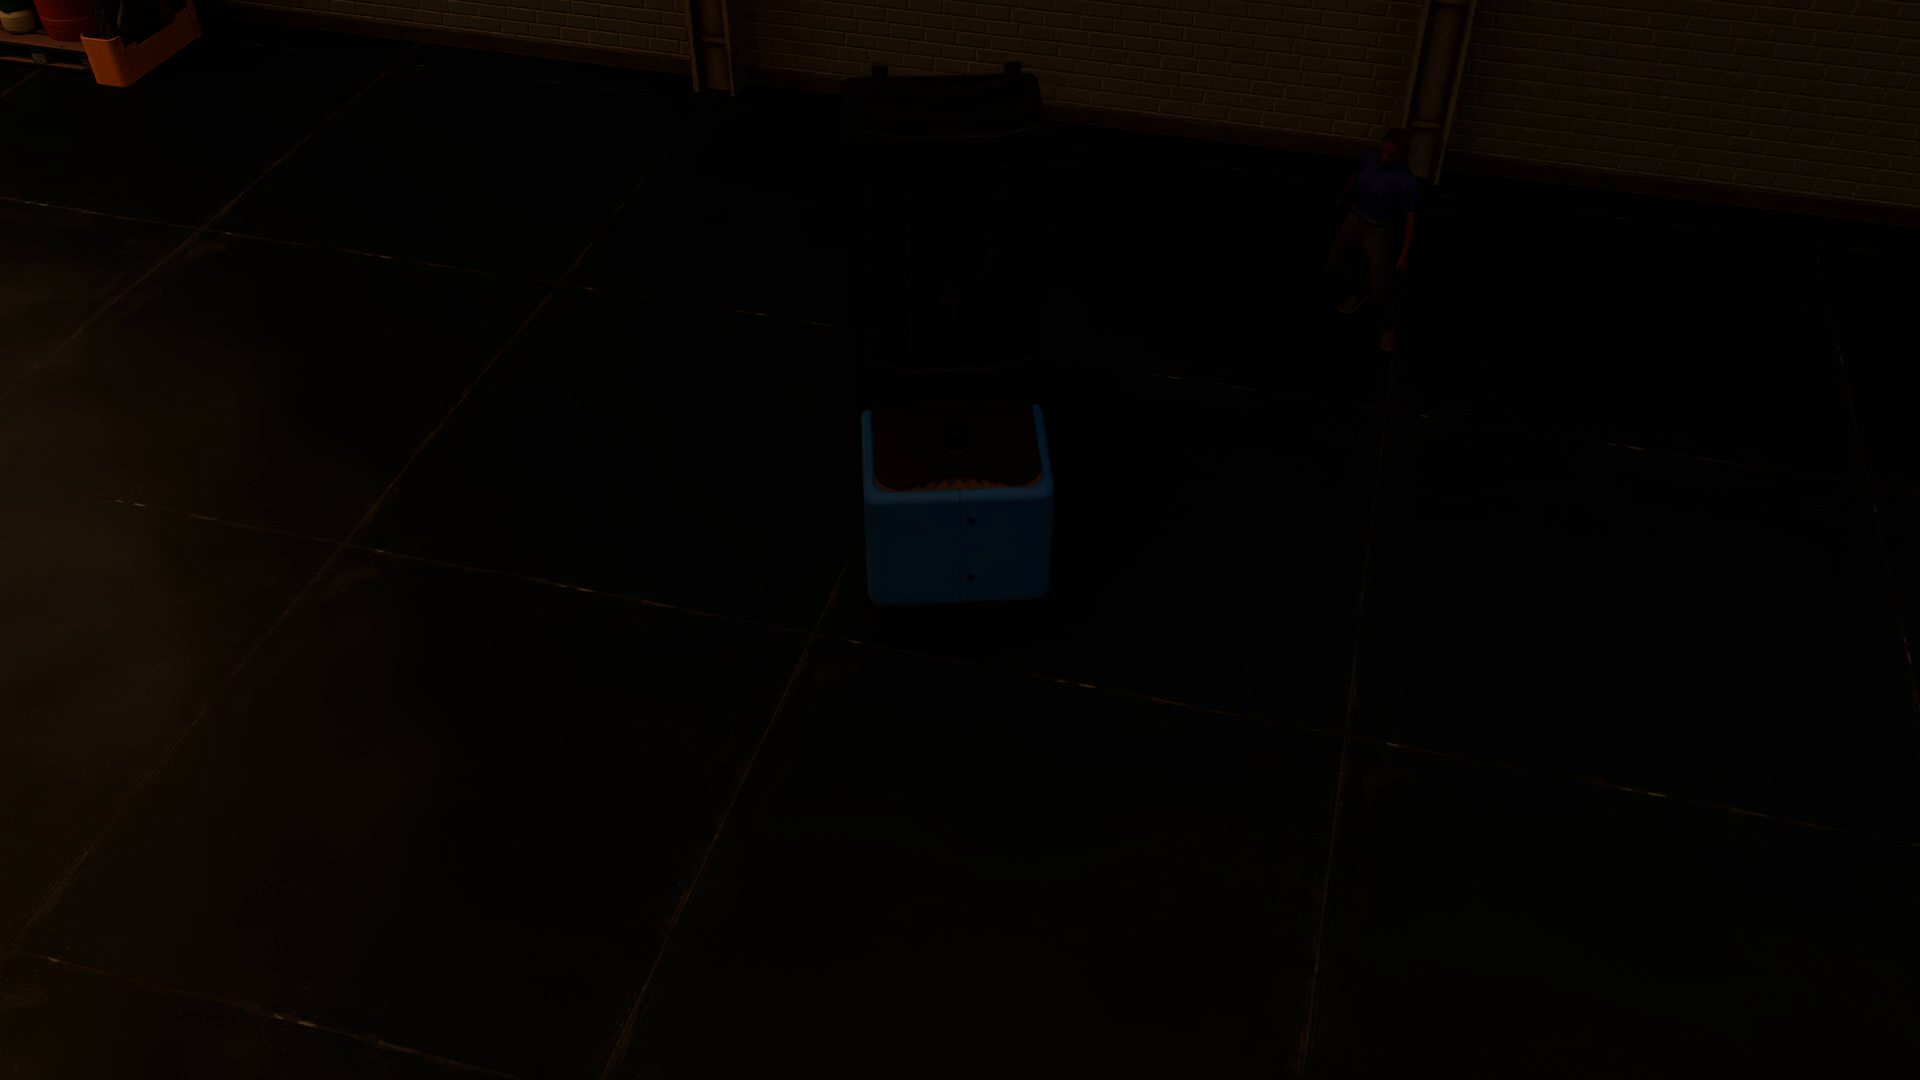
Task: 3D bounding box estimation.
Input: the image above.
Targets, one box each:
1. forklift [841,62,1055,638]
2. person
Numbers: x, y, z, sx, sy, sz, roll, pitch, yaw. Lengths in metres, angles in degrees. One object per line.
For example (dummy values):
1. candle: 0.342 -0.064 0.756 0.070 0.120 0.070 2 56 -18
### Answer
1. forklift: -0.091 -1.513 9.587 1.130 2.935 3.031 -2 41 -3
2. person: 2.842 -2.149 11.347 0.461 1.582 0.814 -22 46 -23
